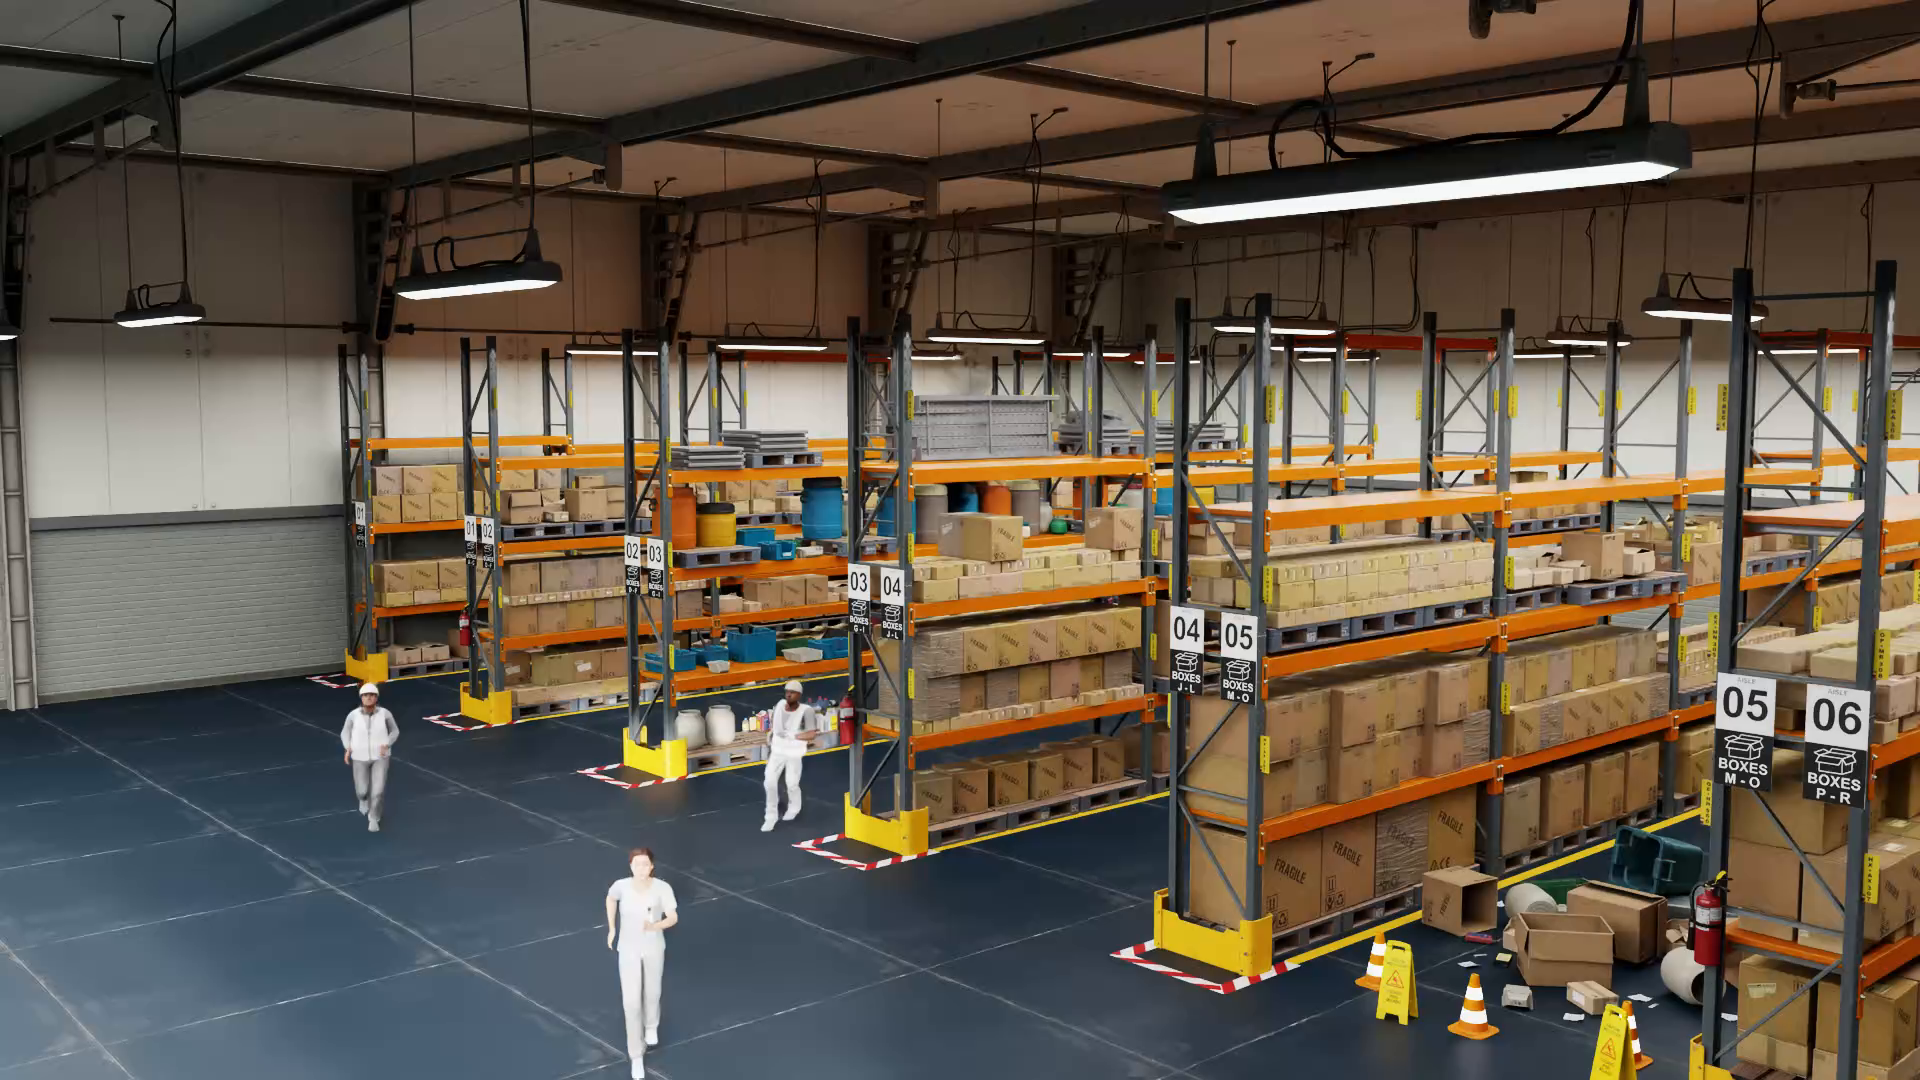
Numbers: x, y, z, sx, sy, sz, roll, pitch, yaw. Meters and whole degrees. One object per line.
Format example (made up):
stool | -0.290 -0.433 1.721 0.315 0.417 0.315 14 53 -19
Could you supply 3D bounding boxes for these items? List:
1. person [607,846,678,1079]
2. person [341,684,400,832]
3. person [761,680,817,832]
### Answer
person | -2.436 3.178 12.770 0.535 1.714 0.857 -1 5 -11
person | -6.962 2.555 19.648 0.660 1.733 0.585 -2 5 -17
person | -1.958 2.545 19.658 0.662 1.832 0.697 2 5 19
